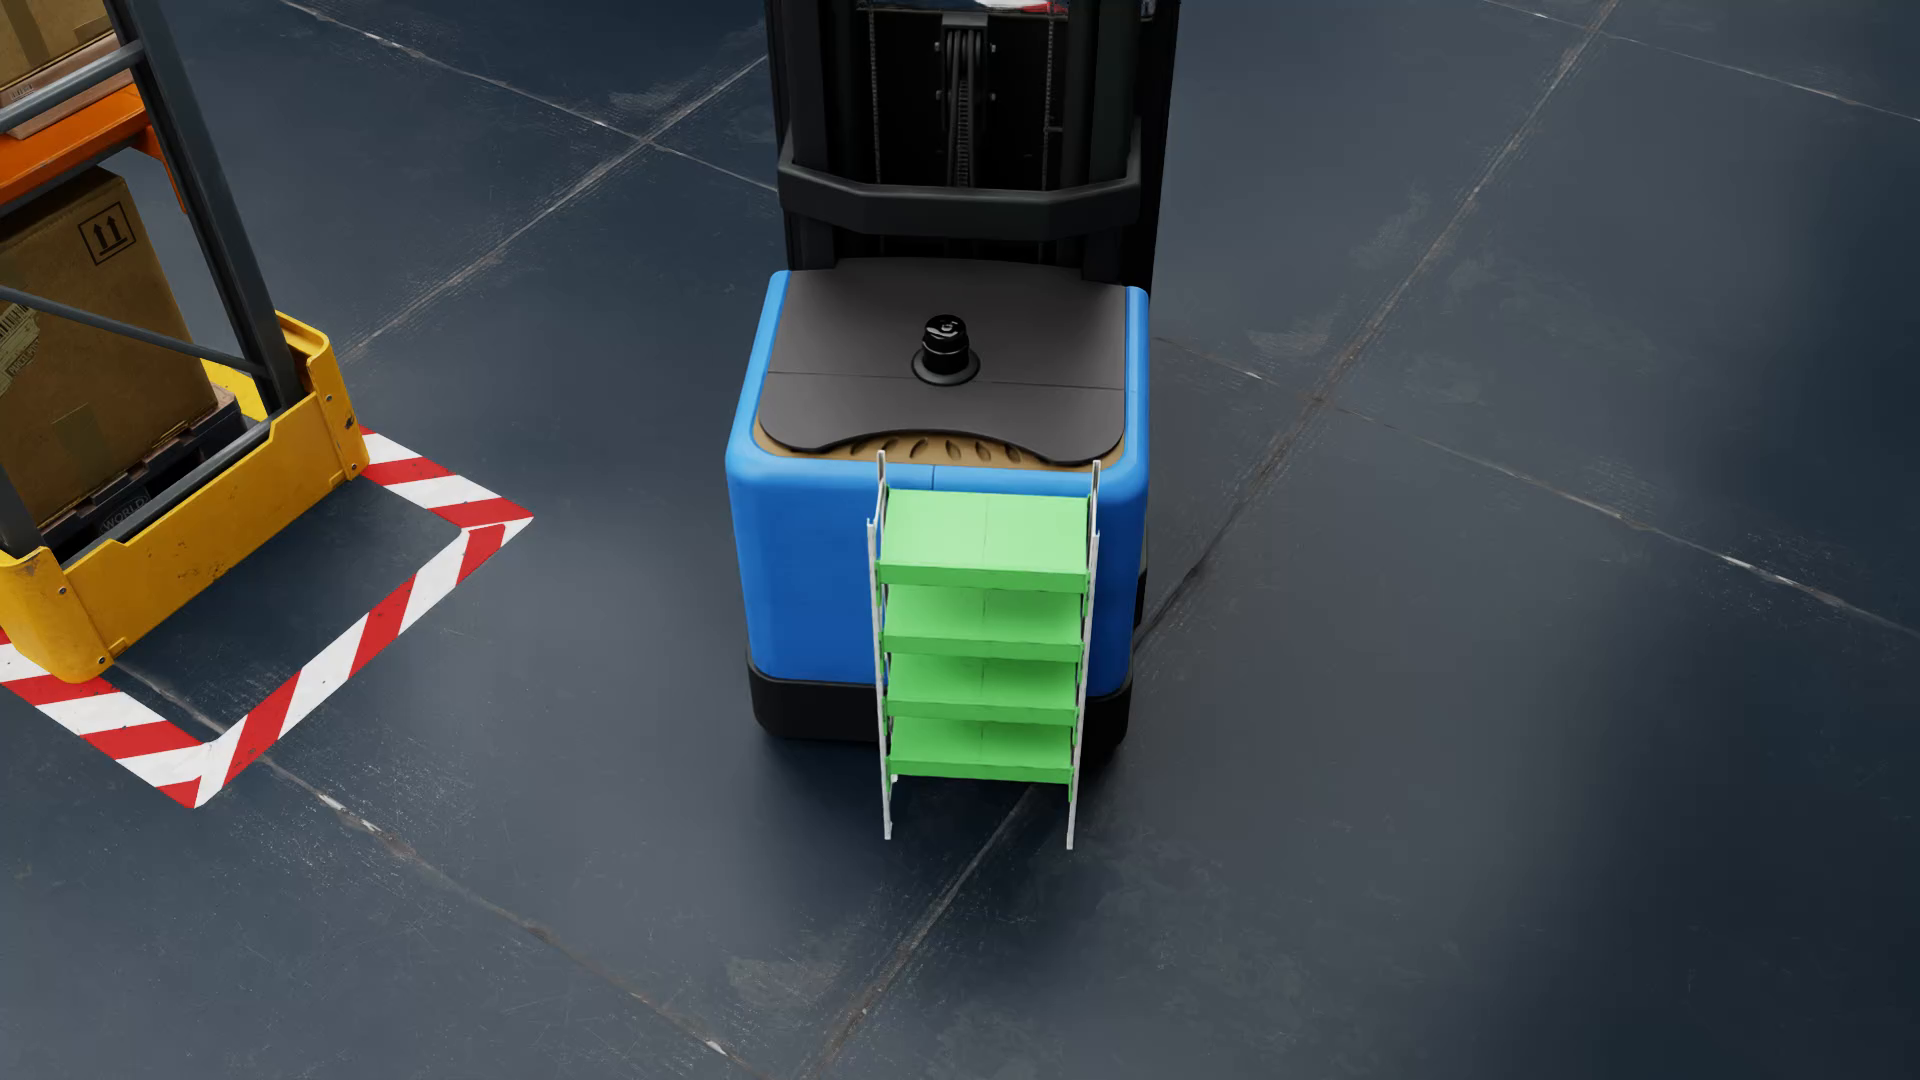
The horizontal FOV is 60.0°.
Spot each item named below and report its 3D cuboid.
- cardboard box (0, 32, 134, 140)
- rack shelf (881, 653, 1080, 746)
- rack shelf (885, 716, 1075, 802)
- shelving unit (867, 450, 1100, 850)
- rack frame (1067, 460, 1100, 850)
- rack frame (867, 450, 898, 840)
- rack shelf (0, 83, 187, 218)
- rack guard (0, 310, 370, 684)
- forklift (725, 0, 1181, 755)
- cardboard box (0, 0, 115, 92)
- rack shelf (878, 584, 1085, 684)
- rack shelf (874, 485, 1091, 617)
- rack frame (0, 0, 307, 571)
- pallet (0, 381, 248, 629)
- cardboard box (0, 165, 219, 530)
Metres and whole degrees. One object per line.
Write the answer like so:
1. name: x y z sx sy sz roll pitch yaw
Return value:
1. cardboard box: -2.528 -1.286 4.583 0.250 0.149 0.380 25 51 23
2. rack shelf: 0.057 0.357 4.155 0.480 0.148 0.258 3 46 3
3. rack shelf: 0.057 0.524 4.328 0.480 0.148 0.258 3 46 3
4. shelving unit: 0.057 0.313 4.110 0.503 1.200 0.258 3 46 3
5. rack frame: 0.301 0.324 4.098 0.015 1.200 0.240 3 46 3
6. rack frame: -0.186 0.301 4.121 0.015 1.200 0.240 3 46 3
7. rack shelf: -4.091 -1.560 5.176 4.000 0.370 1.077 25 51 22
8. rack guard: -2.387 -0.156 5.053 0.348 0.500 1.175 25 51 22
9. forklift: 0.049 -1.484 4.649 1.130 2.935 3.031 3 46 3
10. cardboard box: -2.666 -1.437 4.452 0.500 0.250 0.500 23 50 21
11. rack shelf: 0.057 0.190 3.983 0.480 0.148 0.258 3 46 3
12. rack shelf: 0.057 0.023 3.811 0.480 0.148 0.258 3 46 3
13. rack frame: -2.407 -1.037 4.166 0.127 3.000 1.000 25 51 22
14. pallet: -3.123 -0.327 5.421 1.213 0.211 1.003 25 51 22
15. cardboard box: -2.989 -0.642 4.971 0.875 0.875 0.875 25 51 22
